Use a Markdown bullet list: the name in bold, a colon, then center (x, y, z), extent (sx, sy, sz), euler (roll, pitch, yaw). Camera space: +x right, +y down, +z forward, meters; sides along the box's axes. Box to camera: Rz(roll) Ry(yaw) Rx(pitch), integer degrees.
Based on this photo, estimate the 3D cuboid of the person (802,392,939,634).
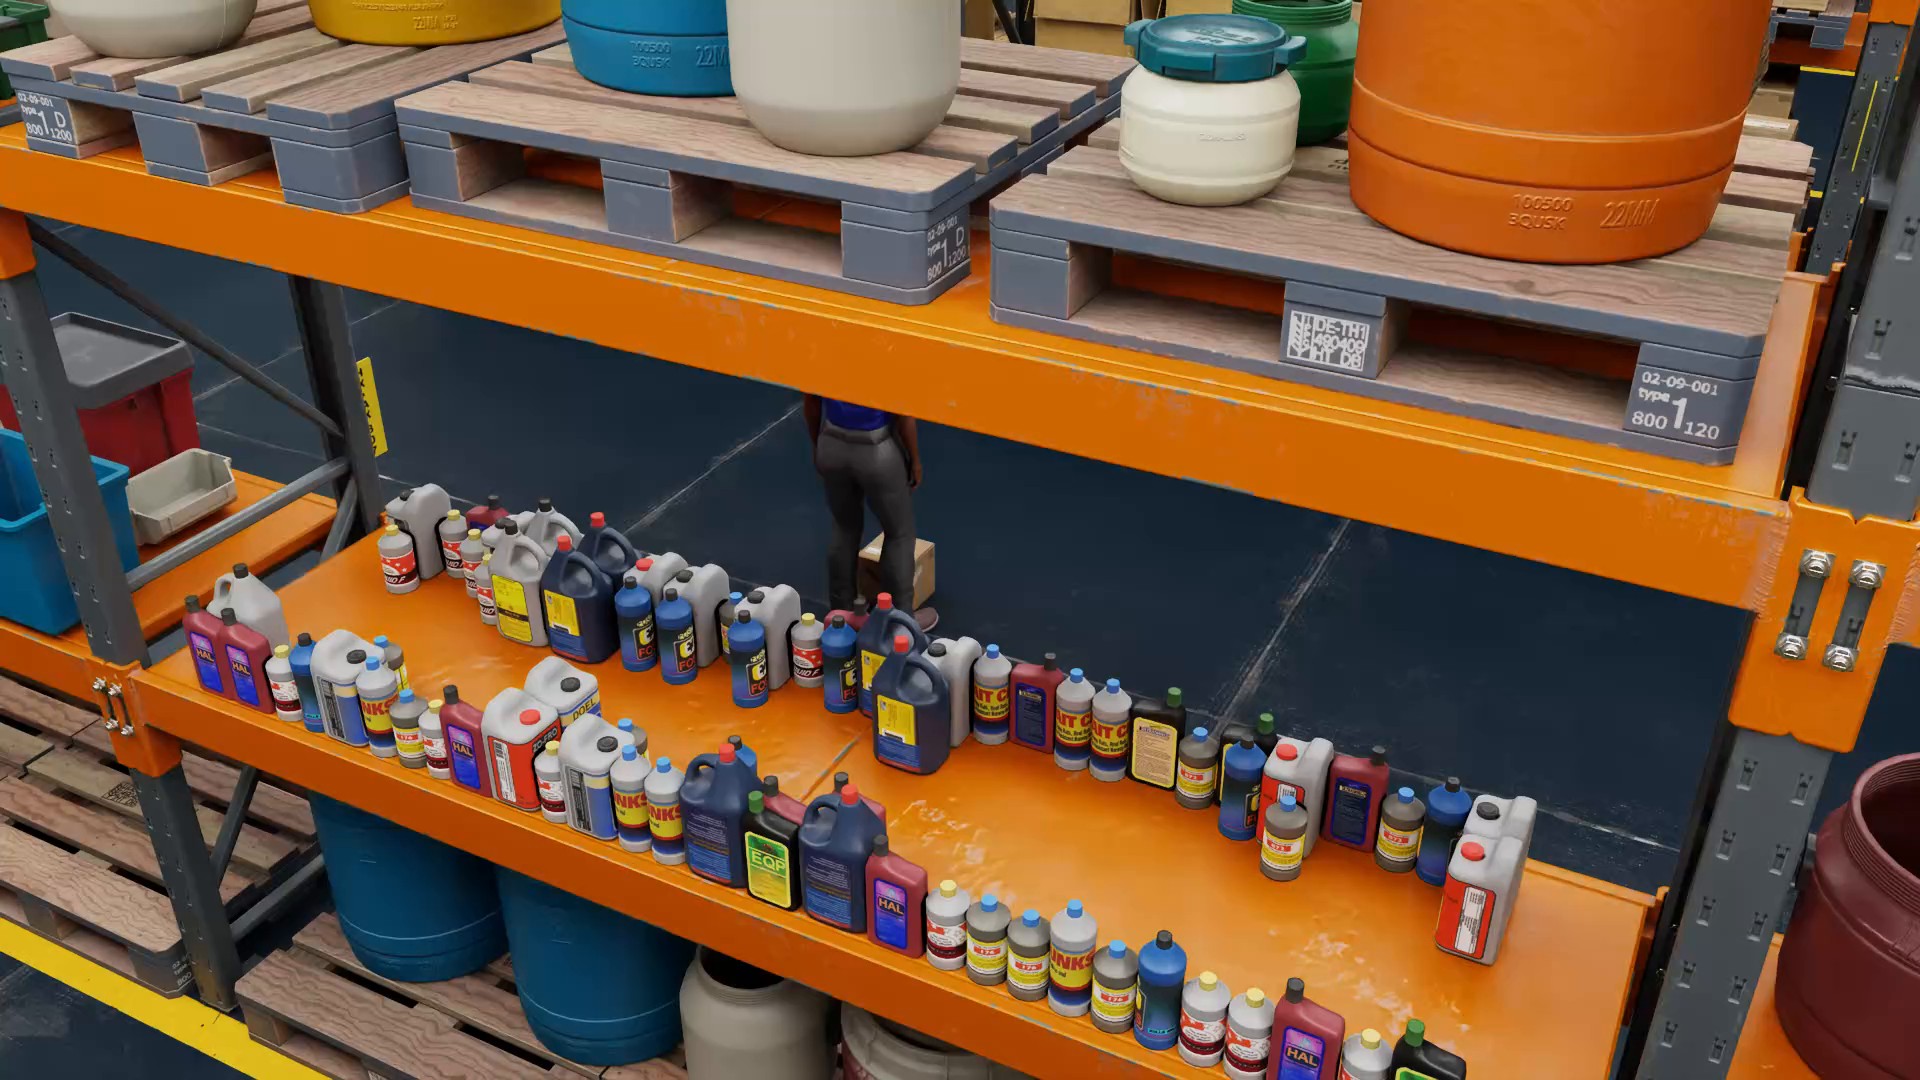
- **person**: center (-0.375, -0.351, 6.739), extent (0.518, 1.653, 0.349), euler (13, 33, 21)
